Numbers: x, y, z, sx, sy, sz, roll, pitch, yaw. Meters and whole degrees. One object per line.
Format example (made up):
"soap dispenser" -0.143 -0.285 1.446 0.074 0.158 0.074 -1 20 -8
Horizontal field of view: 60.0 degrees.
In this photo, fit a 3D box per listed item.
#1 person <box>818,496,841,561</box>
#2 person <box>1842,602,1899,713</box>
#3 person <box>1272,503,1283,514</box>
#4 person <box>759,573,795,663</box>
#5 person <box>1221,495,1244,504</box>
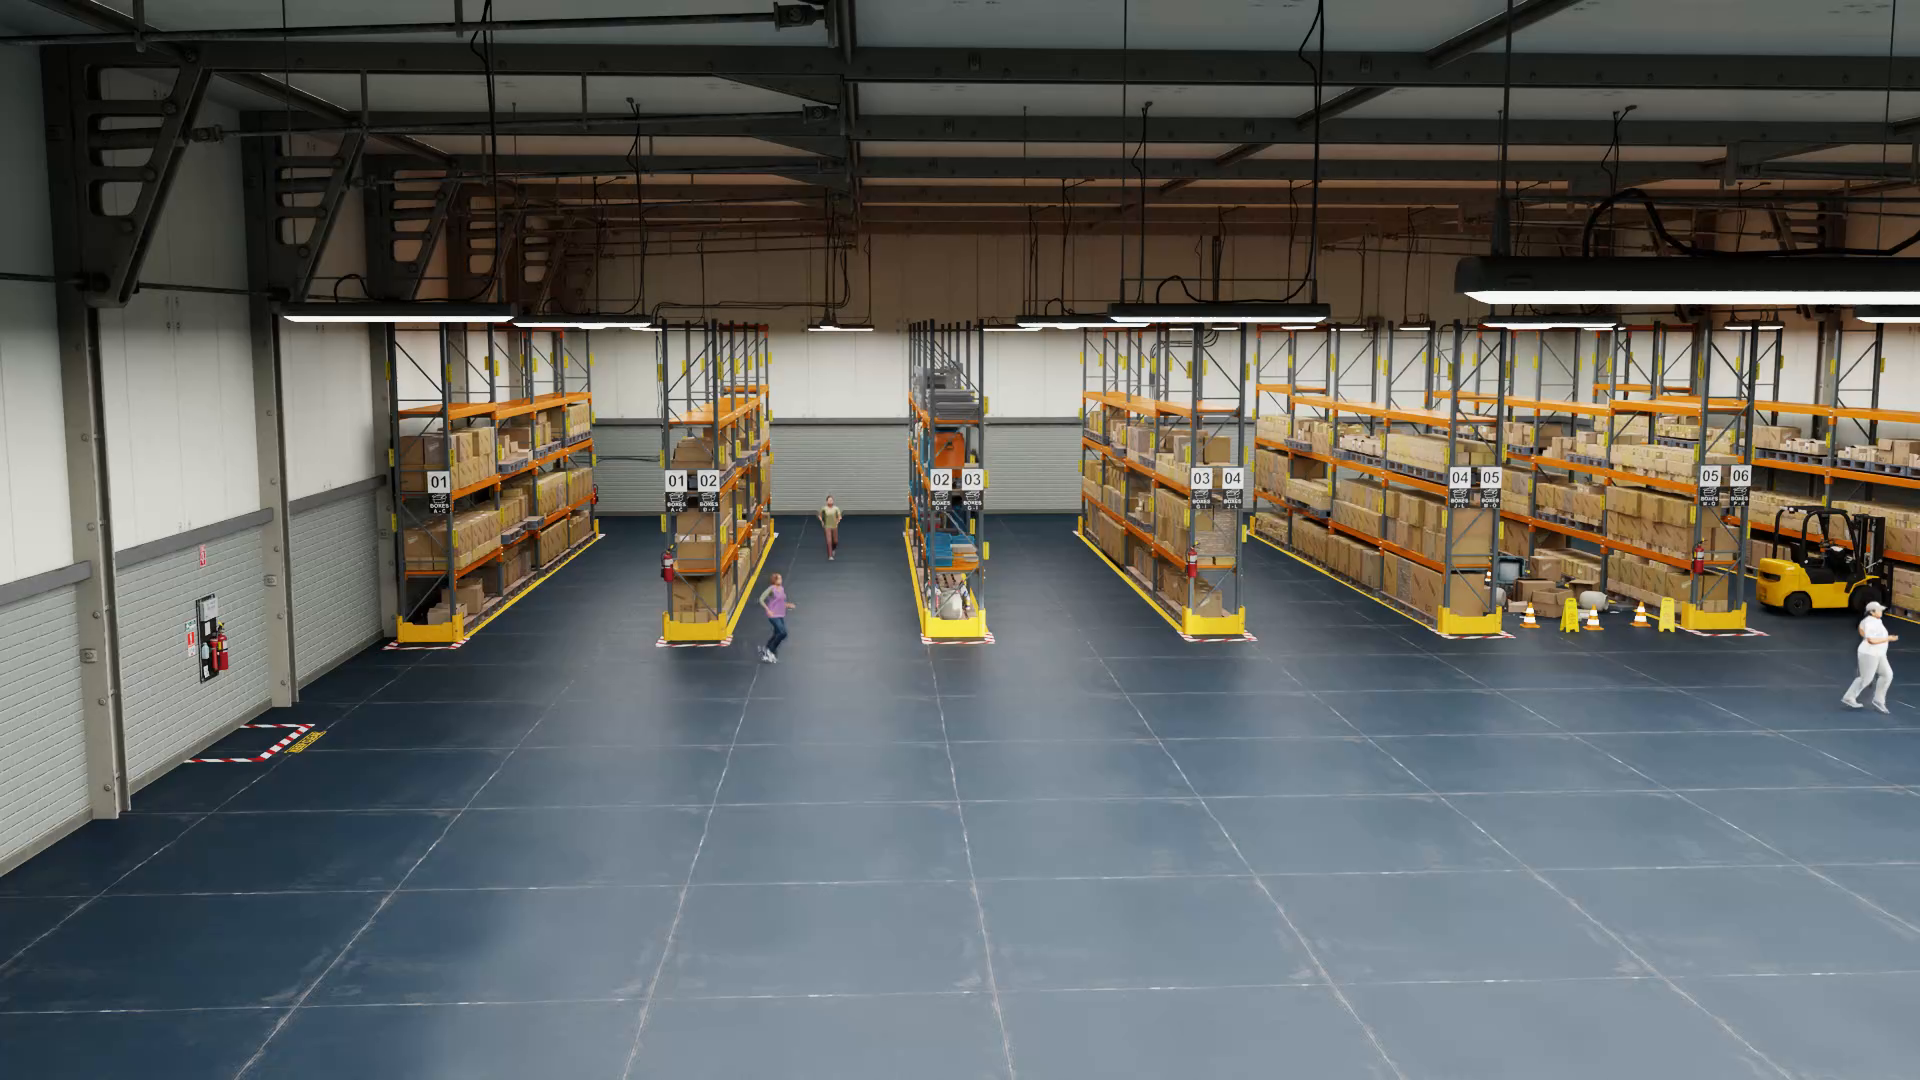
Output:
"person" -3.307 -0.311 42.333 0.583 1.623 0.687 -1 7 -10
"person" 13.856 1.790 25.276 0.708 1.723 0.585 6 9 40
"person" 9.496 -1.180 49.049 0.611 1.726 0.665 -1 7 -9
"person" -3.197 1.355 29.029 0.638 1.576 0.515 3 8 25
"person" 7.286 -0.649 44.544 0.698 1.738 0.636 0 7 1
